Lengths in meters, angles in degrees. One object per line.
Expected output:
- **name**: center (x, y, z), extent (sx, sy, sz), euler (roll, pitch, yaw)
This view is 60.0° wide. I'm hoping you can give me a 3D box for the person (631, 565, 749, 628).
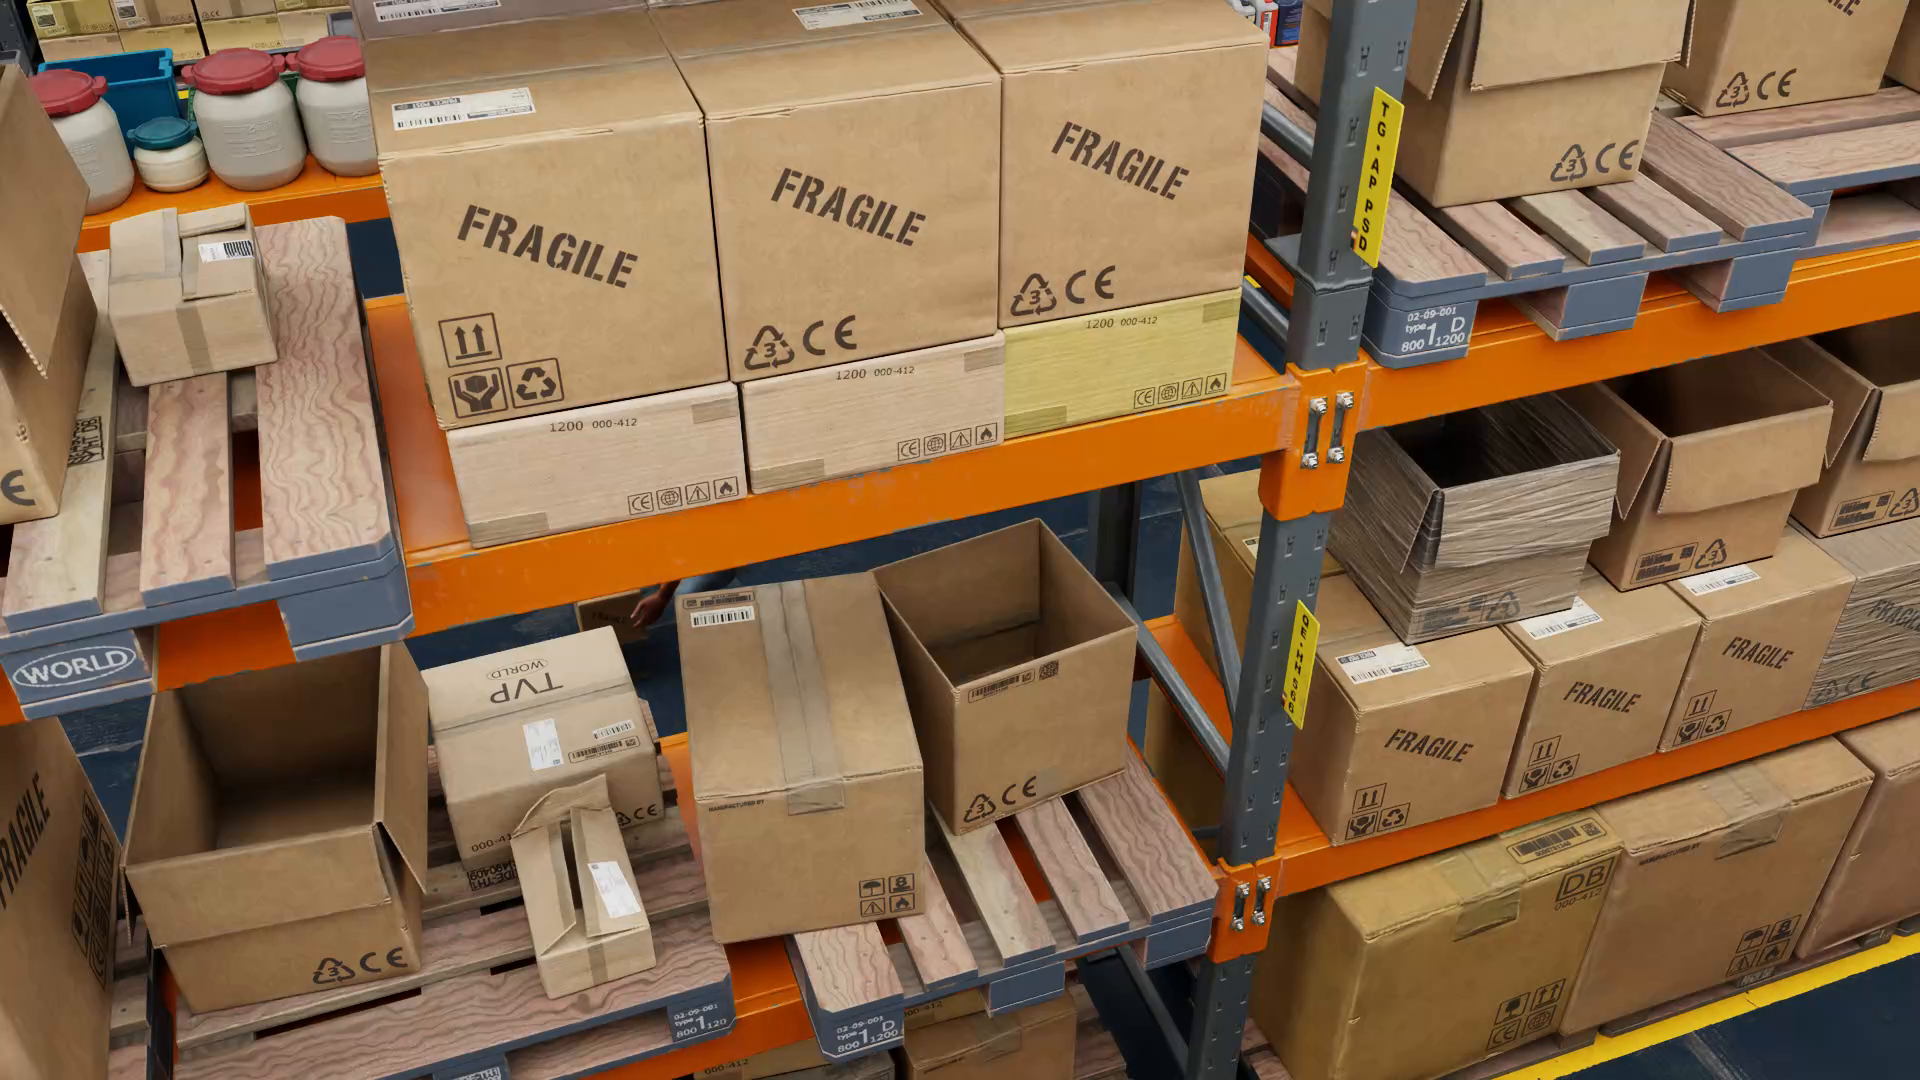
- **person**: center (-1.038, -0.047, 6.610), extent (0.823, 1.260, 0.626), euler (-13, 39, -16)
